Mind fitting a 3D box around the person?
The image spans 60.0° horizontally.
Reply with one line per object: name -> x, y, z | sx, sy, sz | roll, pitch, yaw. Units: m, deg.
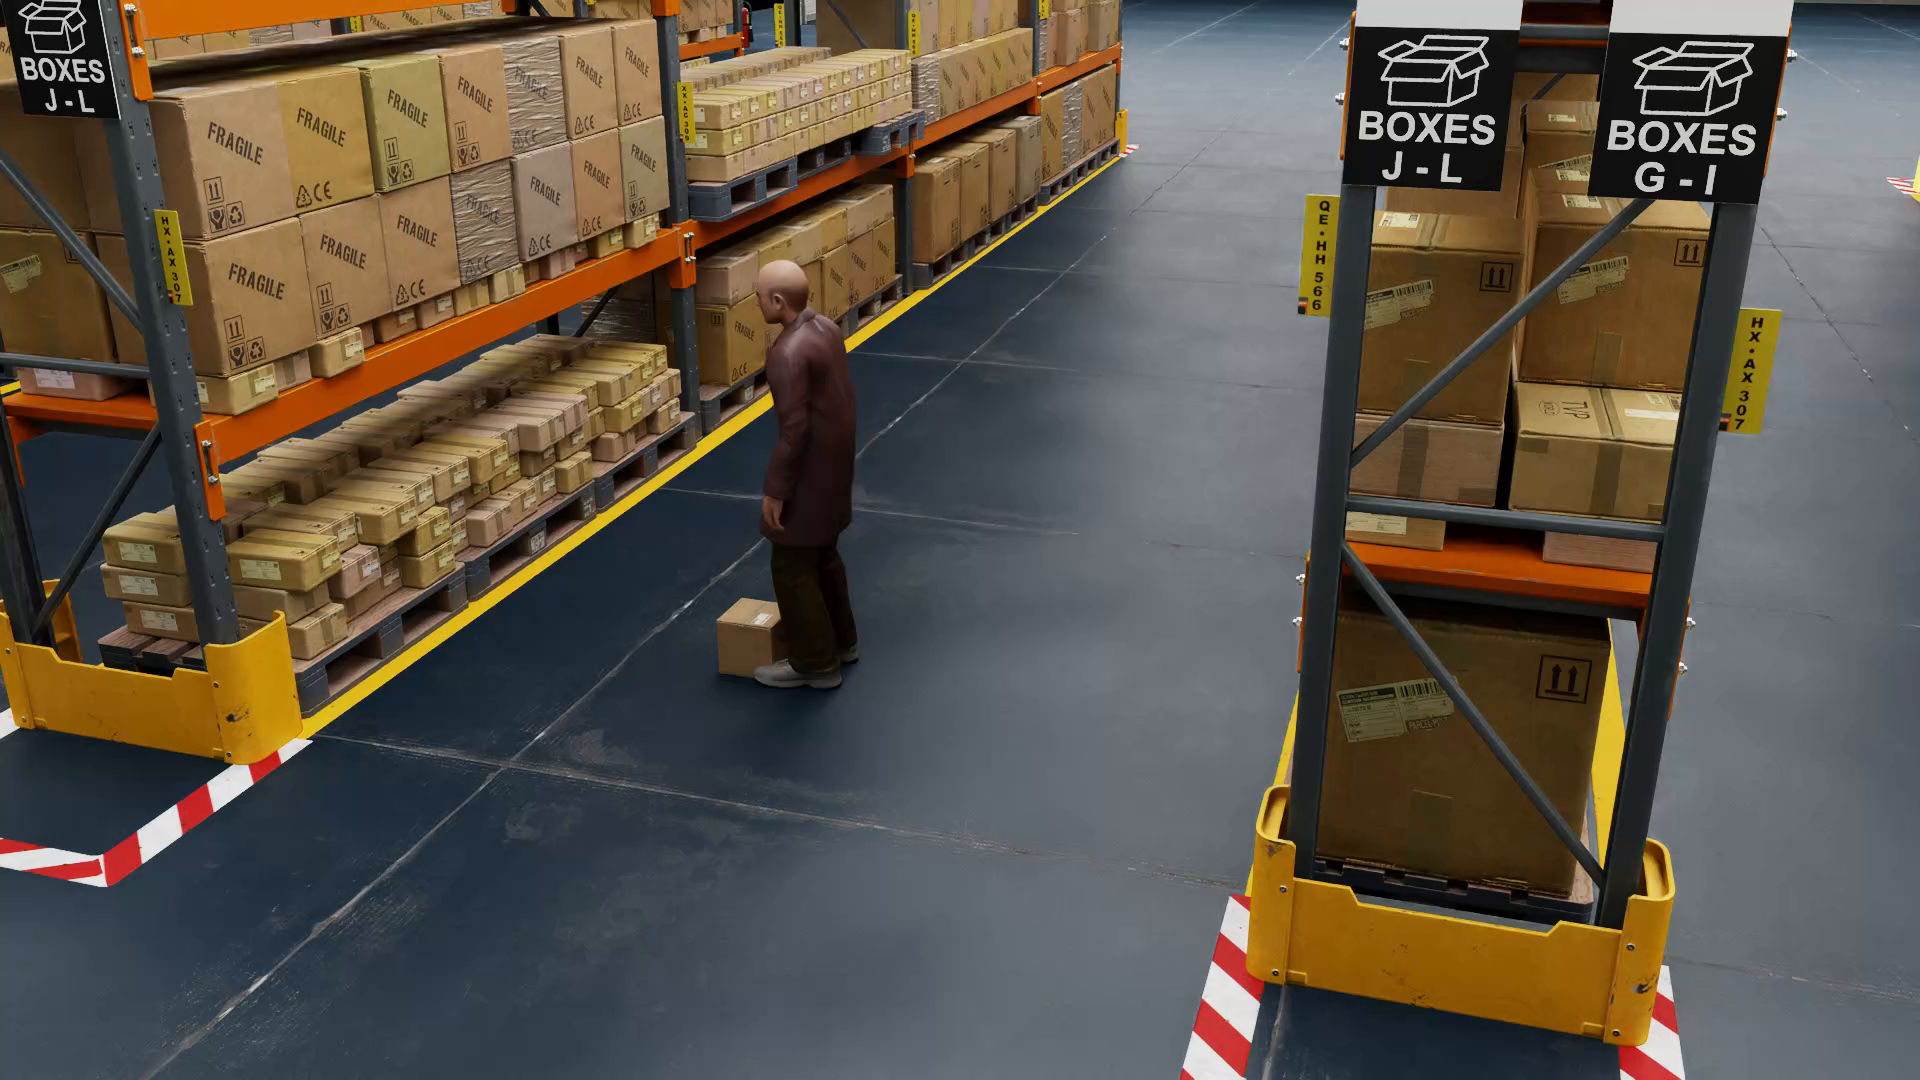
person -> -0.630, -0.259, 6.761 | 0.415, 1.774, 0.654 | 6, 22, 14
